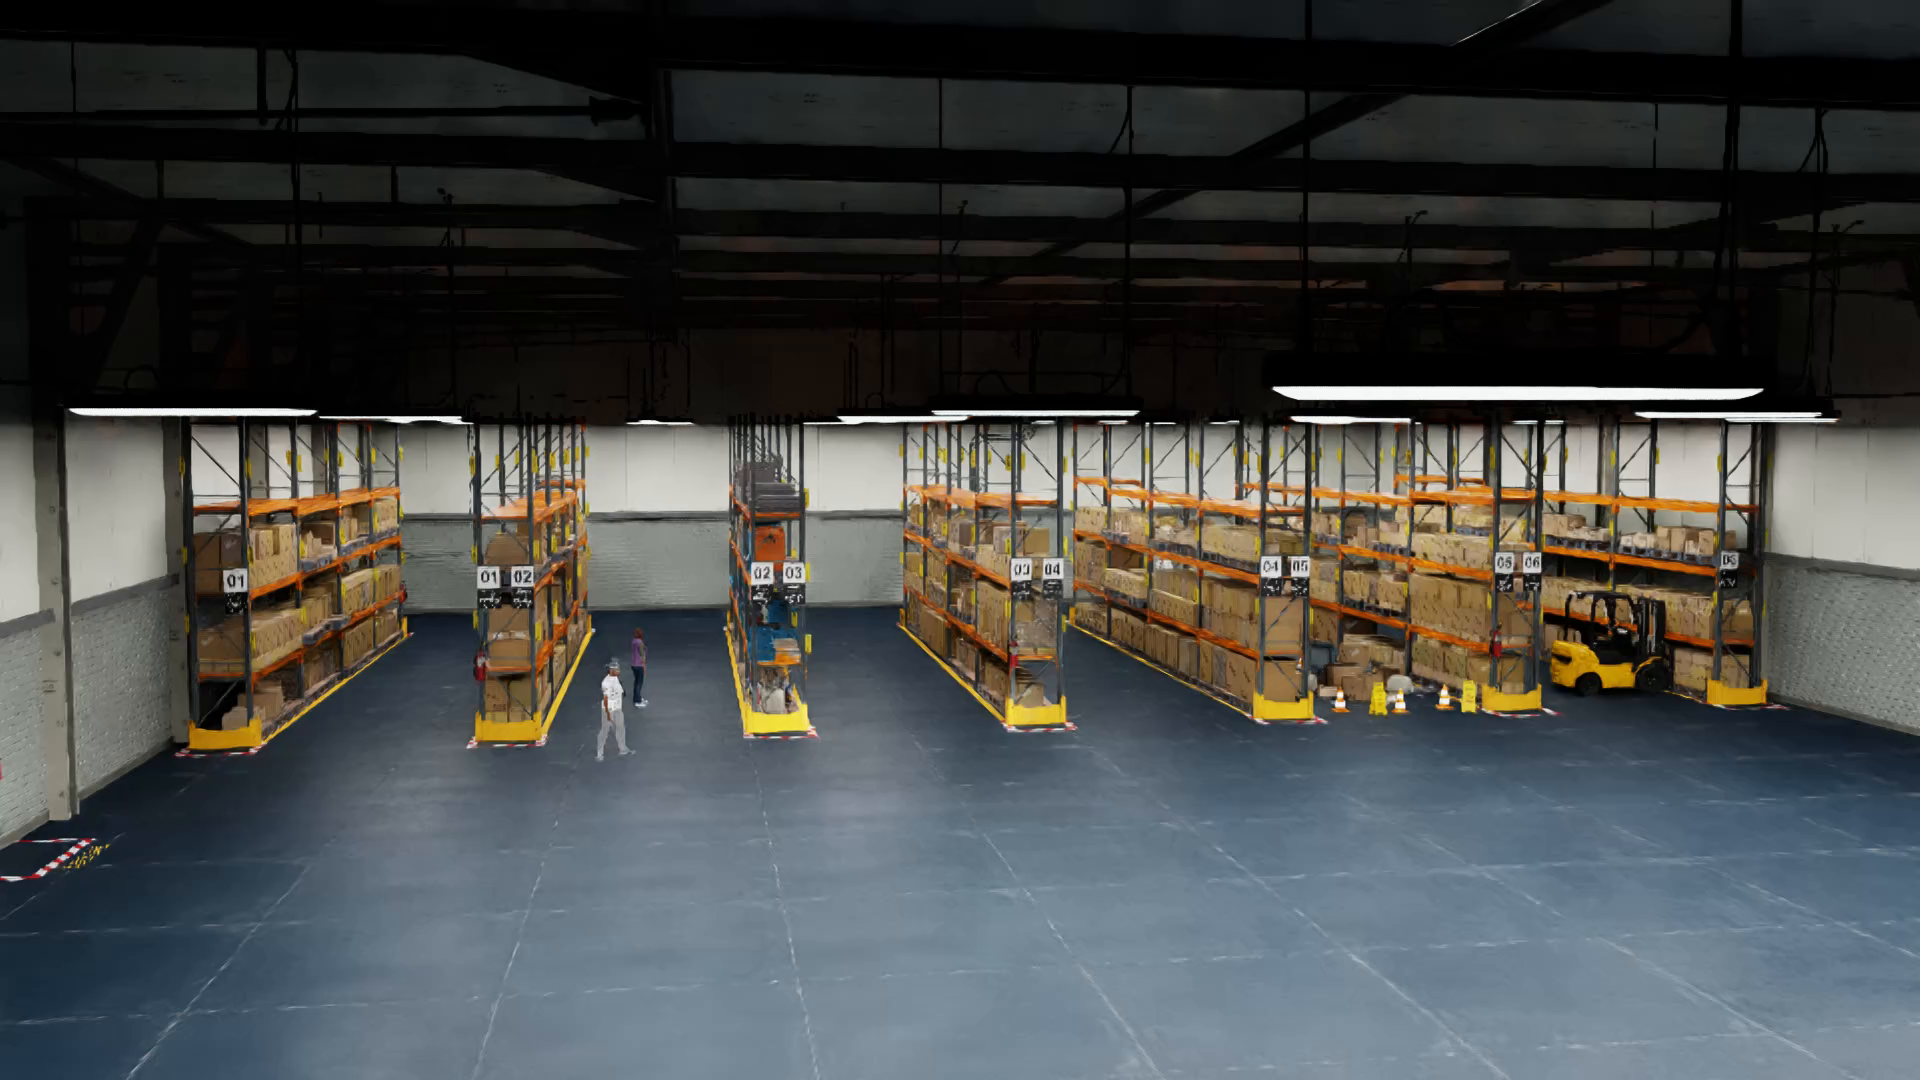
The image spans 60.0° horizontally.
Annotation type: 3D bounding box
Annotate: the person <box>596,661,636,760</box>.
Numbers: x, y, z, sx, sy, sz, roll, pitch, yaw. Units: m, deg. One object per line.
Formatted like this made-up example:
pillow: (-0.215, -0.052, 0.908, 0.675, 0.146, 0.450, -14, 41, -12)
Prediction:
person: (-5.989, 2.920, 28.736, 0.518, 1.676, 0.679, 1, 4, 21)

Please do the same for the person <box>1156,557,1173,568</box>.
person: (6.518, 1.255, 52.812, 0.612, 1.767, 0.622, 2, 4, 26)

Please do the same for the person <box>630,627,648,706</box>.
person: (-6.567, 2.592, 34.141, 0.409, 1.599, 0.464, -3, 5, -38)
